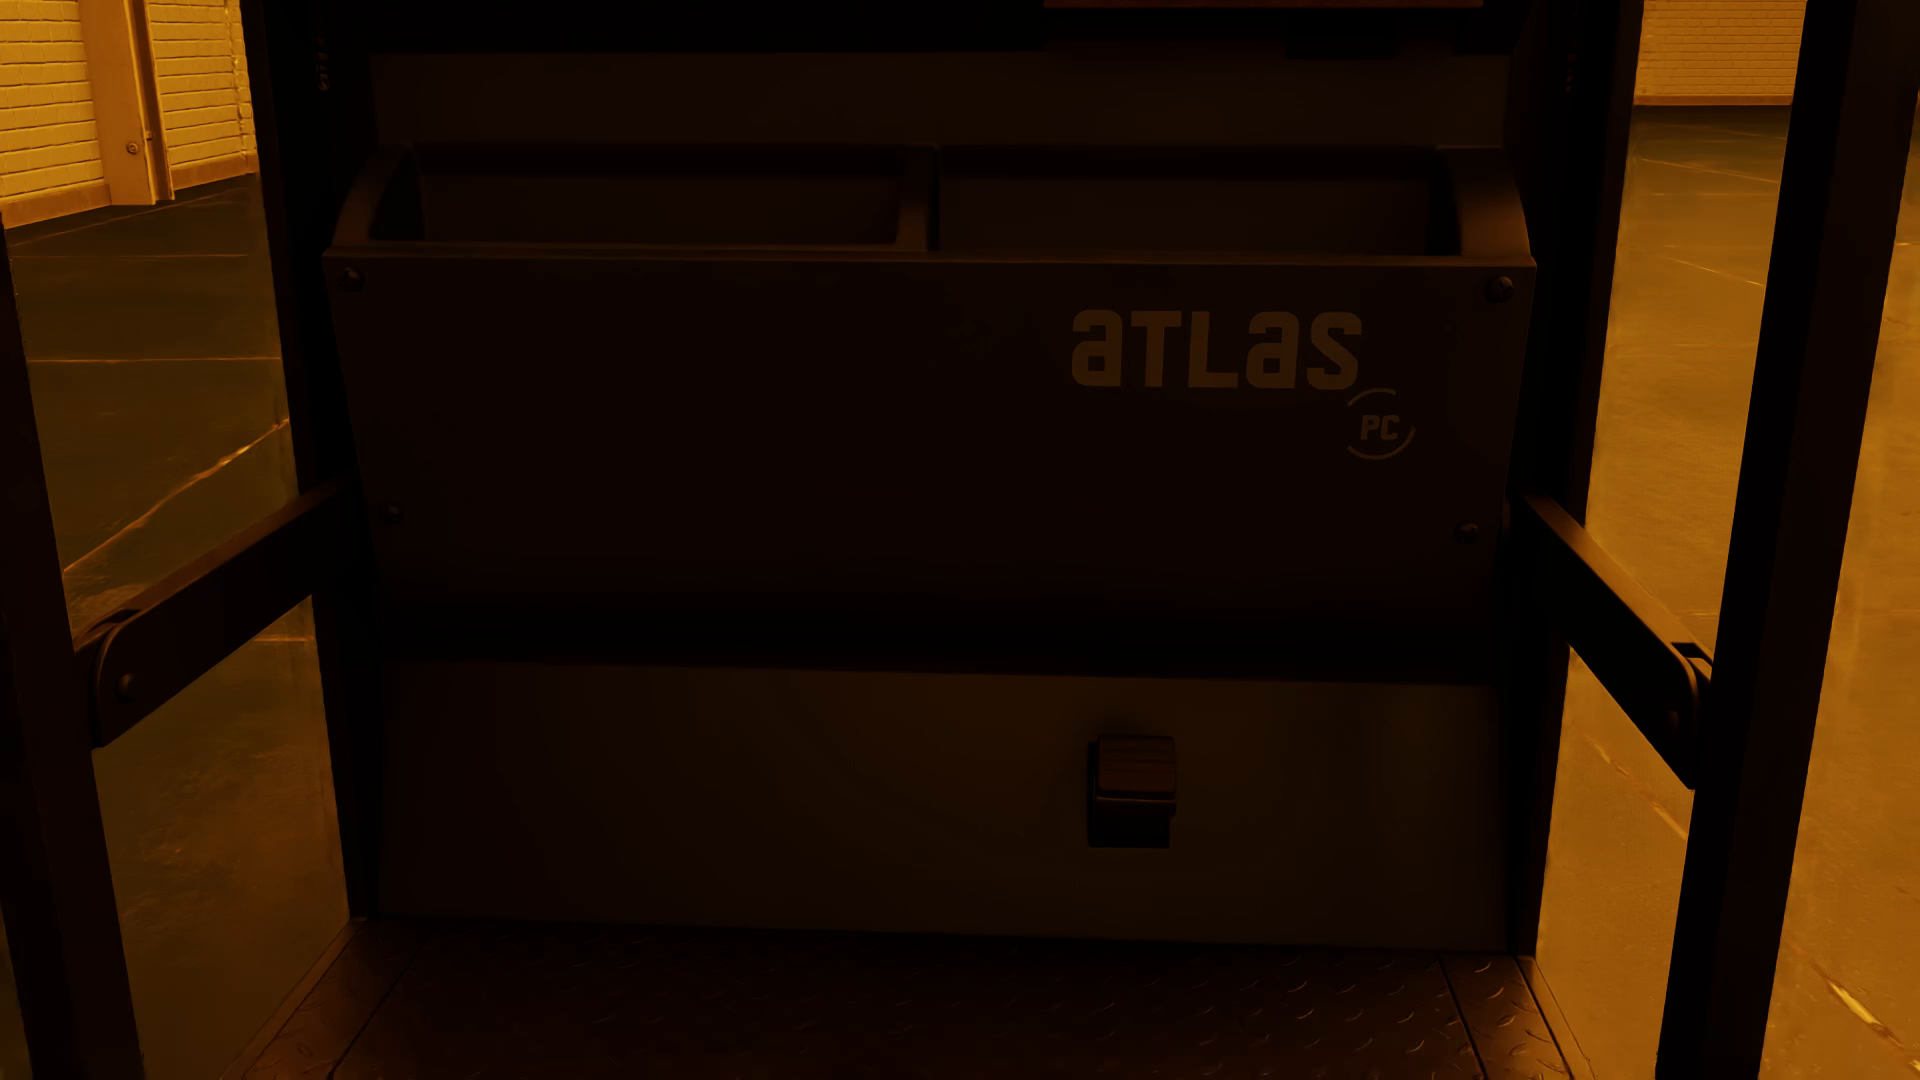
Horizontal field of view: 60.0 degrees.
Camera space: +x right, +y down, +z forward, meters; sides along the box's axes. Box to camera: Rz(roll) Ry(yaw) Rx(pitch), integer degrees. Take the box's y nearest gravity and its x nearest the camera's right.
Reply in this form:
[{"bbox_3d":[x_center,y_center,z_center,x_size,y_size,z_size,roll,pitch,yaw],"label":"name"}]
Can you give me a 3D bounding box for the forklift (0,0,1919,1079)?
[{"bbox_3d":[-0.040,-0.638,0.994,1.130,2.935,3.031,1,17,3],"label":"forklift"}]
